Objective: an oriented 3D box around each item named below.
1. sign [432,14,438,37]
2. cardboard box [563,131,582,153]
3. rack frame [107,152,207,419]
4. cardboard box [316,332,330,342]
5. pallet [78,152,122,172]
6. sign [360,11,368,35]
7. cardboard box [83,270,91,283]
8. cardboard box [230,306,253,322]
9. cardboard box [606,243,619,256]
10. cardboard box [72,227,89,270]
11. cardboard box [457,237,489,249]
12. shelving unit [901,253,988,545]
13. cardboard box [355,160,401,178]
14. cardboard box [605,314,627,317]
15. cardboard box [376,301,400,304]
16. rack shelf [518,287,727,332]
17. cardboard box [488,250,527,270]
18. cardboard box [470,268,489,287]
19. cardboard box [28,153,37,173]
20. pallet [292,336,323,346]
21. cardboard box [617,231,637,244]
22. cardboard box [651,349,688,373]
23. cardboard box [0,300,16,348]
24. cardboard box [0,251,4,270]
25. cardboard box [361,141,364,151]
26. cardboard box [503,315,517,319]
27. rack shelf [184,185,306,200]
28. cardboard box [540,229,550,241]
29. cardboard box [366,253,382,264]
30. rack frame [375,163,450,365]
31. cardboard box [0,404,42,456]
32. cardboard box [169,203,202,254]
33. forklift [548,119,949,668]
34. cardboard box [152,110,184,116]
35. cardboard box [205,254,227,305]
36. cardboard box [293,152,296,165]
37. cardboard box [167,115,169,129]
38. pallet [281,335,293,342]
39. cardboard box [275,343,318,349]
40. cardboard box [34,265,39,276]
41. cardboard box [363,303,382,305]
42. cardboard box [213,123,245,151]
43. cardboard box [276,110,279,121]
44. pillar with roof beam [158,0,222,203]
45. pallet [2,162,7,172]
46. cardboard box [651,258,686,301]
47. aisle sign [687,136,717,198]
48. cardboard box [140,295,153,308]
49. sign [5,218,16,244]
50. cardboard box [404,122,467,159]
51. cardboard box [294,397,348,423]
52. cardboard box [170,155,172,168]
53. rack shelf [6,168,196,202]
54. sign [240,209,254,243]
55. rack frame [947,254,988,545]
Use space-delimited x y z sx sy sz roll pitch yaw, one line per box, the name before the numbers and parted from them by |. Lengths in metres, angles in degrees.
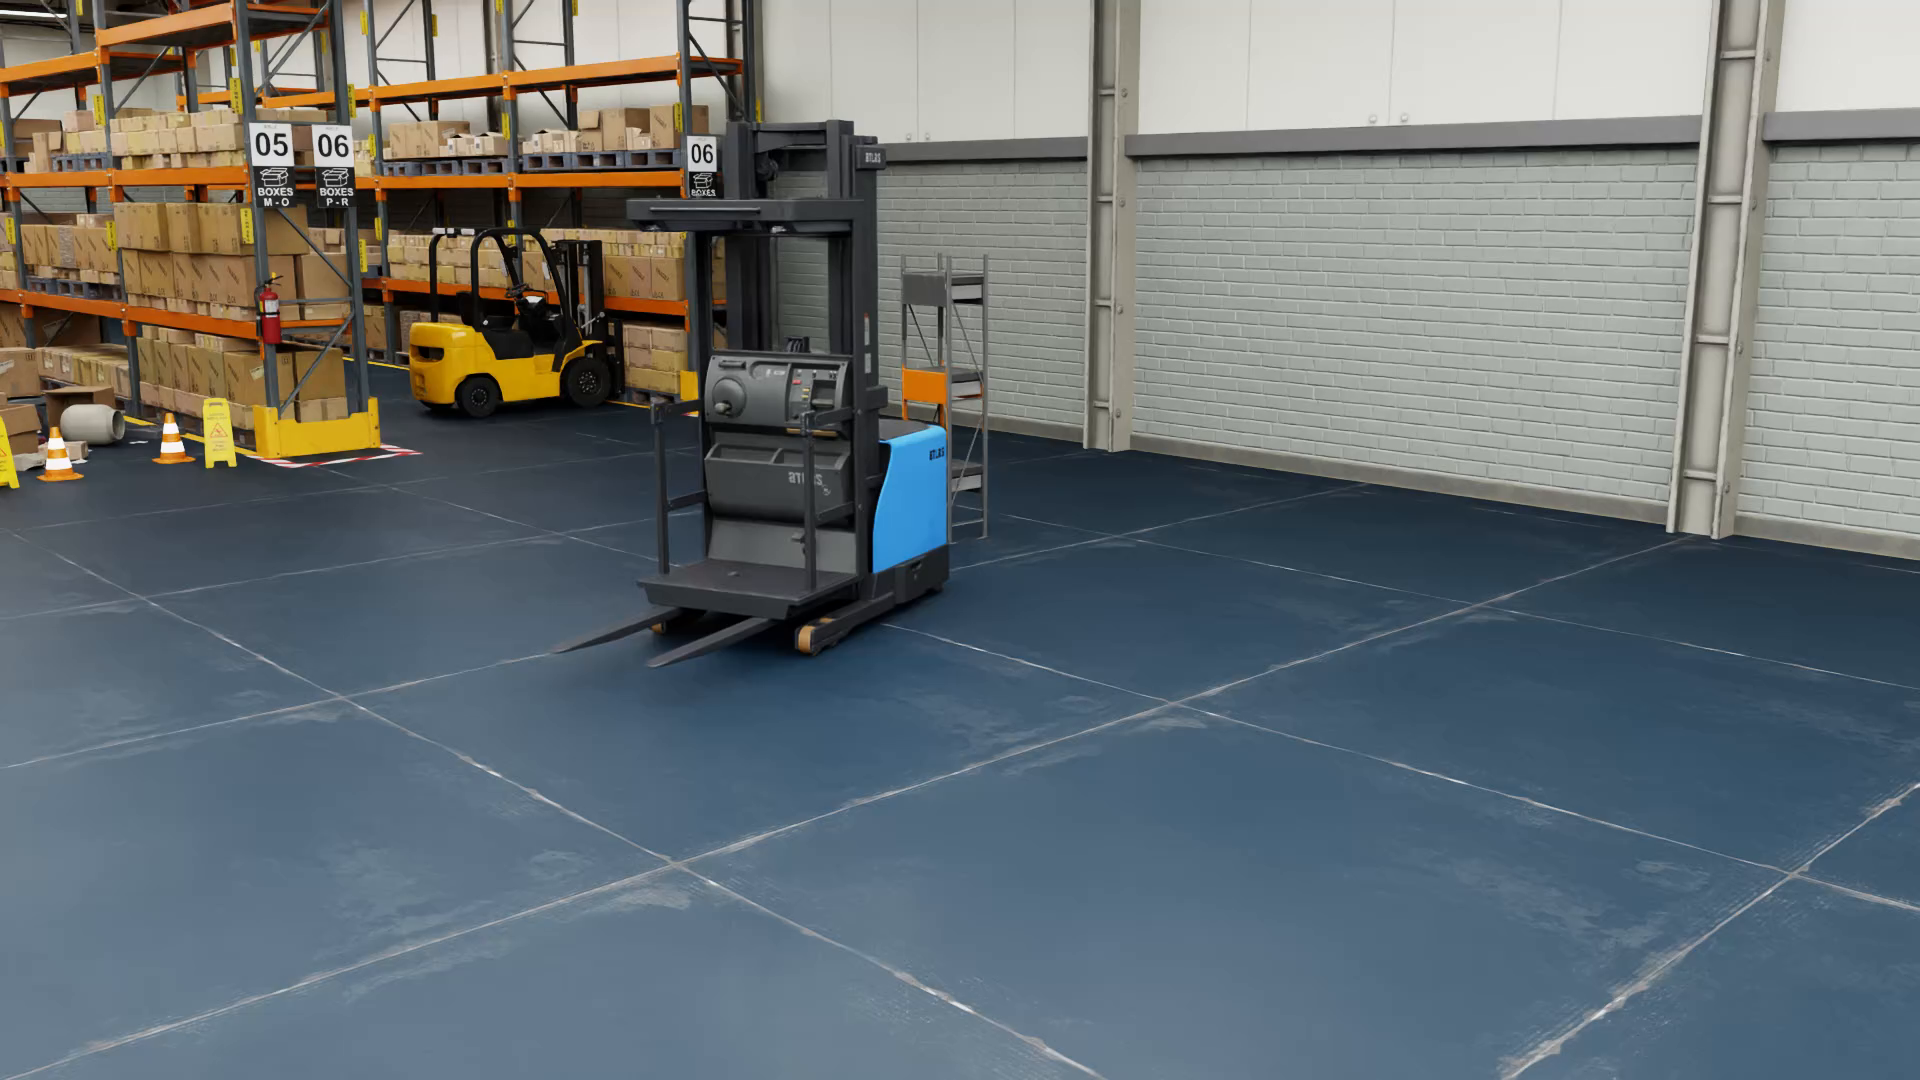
sign | -7.941 -7.767 25.103 0.100 0.325 0.005 -11 16 -43
cardboard box | -4.772 -5.031 21.009 0.258 0.266 0.396 11 16 44
rack frame | -9.165 -2.940 19.248 1.000 3.000 0.127 -11 16 -43
cardboard box | -10.214 -3.529 27.263 0.500 0.500 0.500 11 16 43
pallet | -9.514 -4.422 19.473 1.213 0.211 1.003 -11 16 -43
sign | -8.725 -7.573 24.360 0.100 0.325 0.005 -11 16 -43
cardboard box | -10.272 -3.169 19.943 0.380 0.149 0.250 -11 16 -42
cardboard box | -7.071 -2.279 16.664 0.380 0.149 0.250 -11 16 -43
cardboard box | -4.161 -3.610 20.647 0.380 0.149 0.250 -11 16 -42
cardboard box | -10.345 -3.524 20.057 0.500 0.500 0.500 -10 15 -41
cardboard box | -6.878 -4.200 23.509 0.380 0.149 0.250 -11 16 -42
shelving unit | -0.114 -1.053 12.317 0.431 2.100 0.503 -11 16 -43
cardboard box | -8.870 -5.653 25.353 0.500 0.250 0.500 11 16 43
cardboard box | -4.737 -2.864 22.175 0.500 0.250 0.500 -11 16 -43
cardboard box | -9.204 -3.786 26.902 0.380 0.149 0.250 -11 16 -44
rack shelf | -4.196 -2.988 21.263 1.077 0.370 4.000 -11 16 -43
cardboard box | -6.101 -3.840 22.747 0.500 0.250 0.500 -11 16 -44
cardboard box | -6.466 -3.668 23.155 0.500 0.250 0.500 -11 16 -43
cardboard box | -11.656 -4.820 21.273 0.396 0.266 0.258 -11 16 -43
pallet | -10.513 -3.320 28.005 1.003 0.211 1.213 -11 16 -43
cardboard box | -3.986 -3.719 20.437 0.380 0.149 0.250 -10 16 -41
cardboard box | -3.377 -2.180 20.092 0.500 0.250 0.500 -11 16 -43
cardboard box | -12.957 -2.932 23.433 0.875 0.875 0.875 -11 16 -42
cardboard box | -12.802 -3.805 22.578 0.500 0.250 0.500 11 16 44
cardboard box | -8.896 -6.015 25.385 0.250 0.149 0.380 11 16 43
cardboard box | -6.476 -2.864 23.722 0.875 0.625 0.625 -11 16 -43
rack shelf | -12.483 -6.208 29.461 1.077 0.370 4.000 -11 16 -43
cardboard box | -5.313 -4.034 21.963 0.380 0.149 0.250 -11 16 -42
cardboard box | -9.071 -4.341 25.630 0.380 0.149 0.250 -11 16 -42
rack frame | -8.340 -4.216 25.441 1.000 3.000 0.127 -11 16 -43
cardboard box | -9.447 -1.037 16.198 0.637 0.503 0.797 1 12 6
cardboard box | -7.684 -3.220 17.143 0.700 0.500 0.500 -11 16 -43
forklift | -1.162 -0.893 9.481 1.130 2.935 3.031 6 13 25
cardboard box | -9.630 -4.999 19.899 0.500 0.250 0.500 -11 16 -44
cardboard box | -7.319 -2.665 16.930 0.500 0.500 0.500 -11 16 -42
cardboard box | -6.643 -3.822 16.717 0.250 0.149 0.380 11 16 43
cardboard box | -8.050 -4.370 17.401 0.380 0.149 0.250 -10 16 -41
pallet | -11.576 -3.534 29.043 1.003 0.211 1.213 -11 16 -43
cardboard box | -7.141 -1.818 17.716 0.500 0.500 0.500 11 16 43
cardboard box | -11.837 -3.533 21.708 0.250 0.149 0.380 11 16 42
cardboard box | -9.225 -3.632 26.153 0.250 0.149 0.380 11 16 43
cardboard box | -6.951 -3.935 16.277 0.500 0.250 0.500 -11 16 -43
cardboard box | -6.686 -4.208 16.614 0.380 0.149 0.250 -11 16 -43
pillar with roof beam | -18.188 -8.241 30.111 9.100 9.000 0.548 -11 16 -43
pallet | -13.185 -5.150 23.008 1.003 0.211 1.213 -10 15 -40
cardboard box | -3.345 -3.133 19.935 0.500 0.500 0.500 -11 16 -44
aisle sign | -2.982 -4.271 19.267 0.394 0.787 0.004 -11 16 -43
cardboard box | -8.967 -2.697 18.689 0.380 0.149 0.250 -10 15 -41
sign | -12.326 -4.013 21.587 0.100 0.325 0.005 -11 16 -43
cardboard box | -7.595 -5.789 24.108 0.700 0.500 0.500 -11 16 -44
cardboard box | -6.760 -1.371 17.408 0.500 0.250 0.500 -11 16 -43
cardboard box | -8.061 -3.981 17.489 0.380 0.149 0.250 -11 16 -42
rack shelf | -10.546 -4.349 20.434 1.077 0.370 4.000 -11 16 -43
sign | -6.818 -3.004 15.904 0.100 0.325 0.005 -11 16 -43
rack frame | 0.054 -1.017 12.144 0.400 2.100 0.015 -11 16 -43
